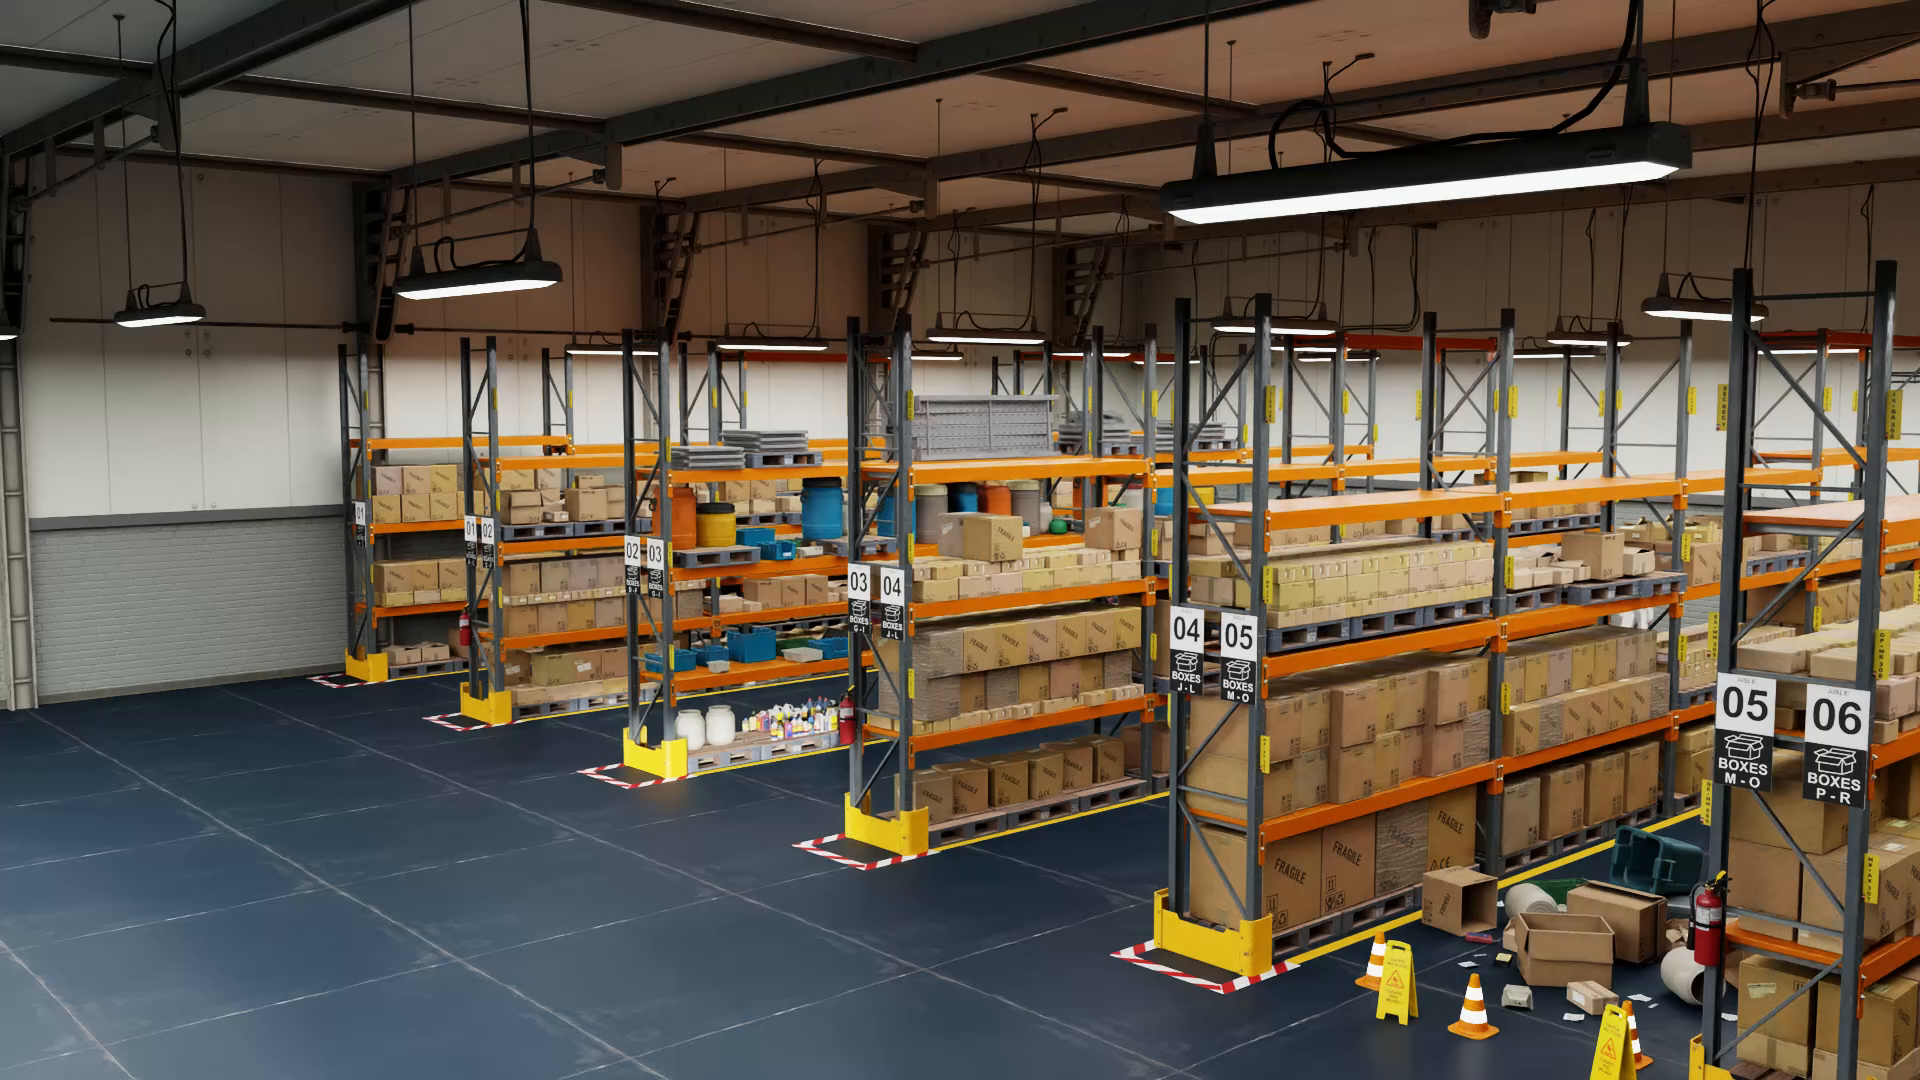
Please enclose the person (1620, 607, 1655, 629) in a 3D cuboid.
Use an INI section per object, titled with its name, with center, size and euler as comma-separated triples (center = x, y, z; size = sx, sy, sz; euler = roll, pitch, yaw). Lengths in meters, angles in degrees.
[person]
center = 12.687, 1.481, 31.217
size = 0.594, 1.749, 0.636
euler = 0, 5, 4
